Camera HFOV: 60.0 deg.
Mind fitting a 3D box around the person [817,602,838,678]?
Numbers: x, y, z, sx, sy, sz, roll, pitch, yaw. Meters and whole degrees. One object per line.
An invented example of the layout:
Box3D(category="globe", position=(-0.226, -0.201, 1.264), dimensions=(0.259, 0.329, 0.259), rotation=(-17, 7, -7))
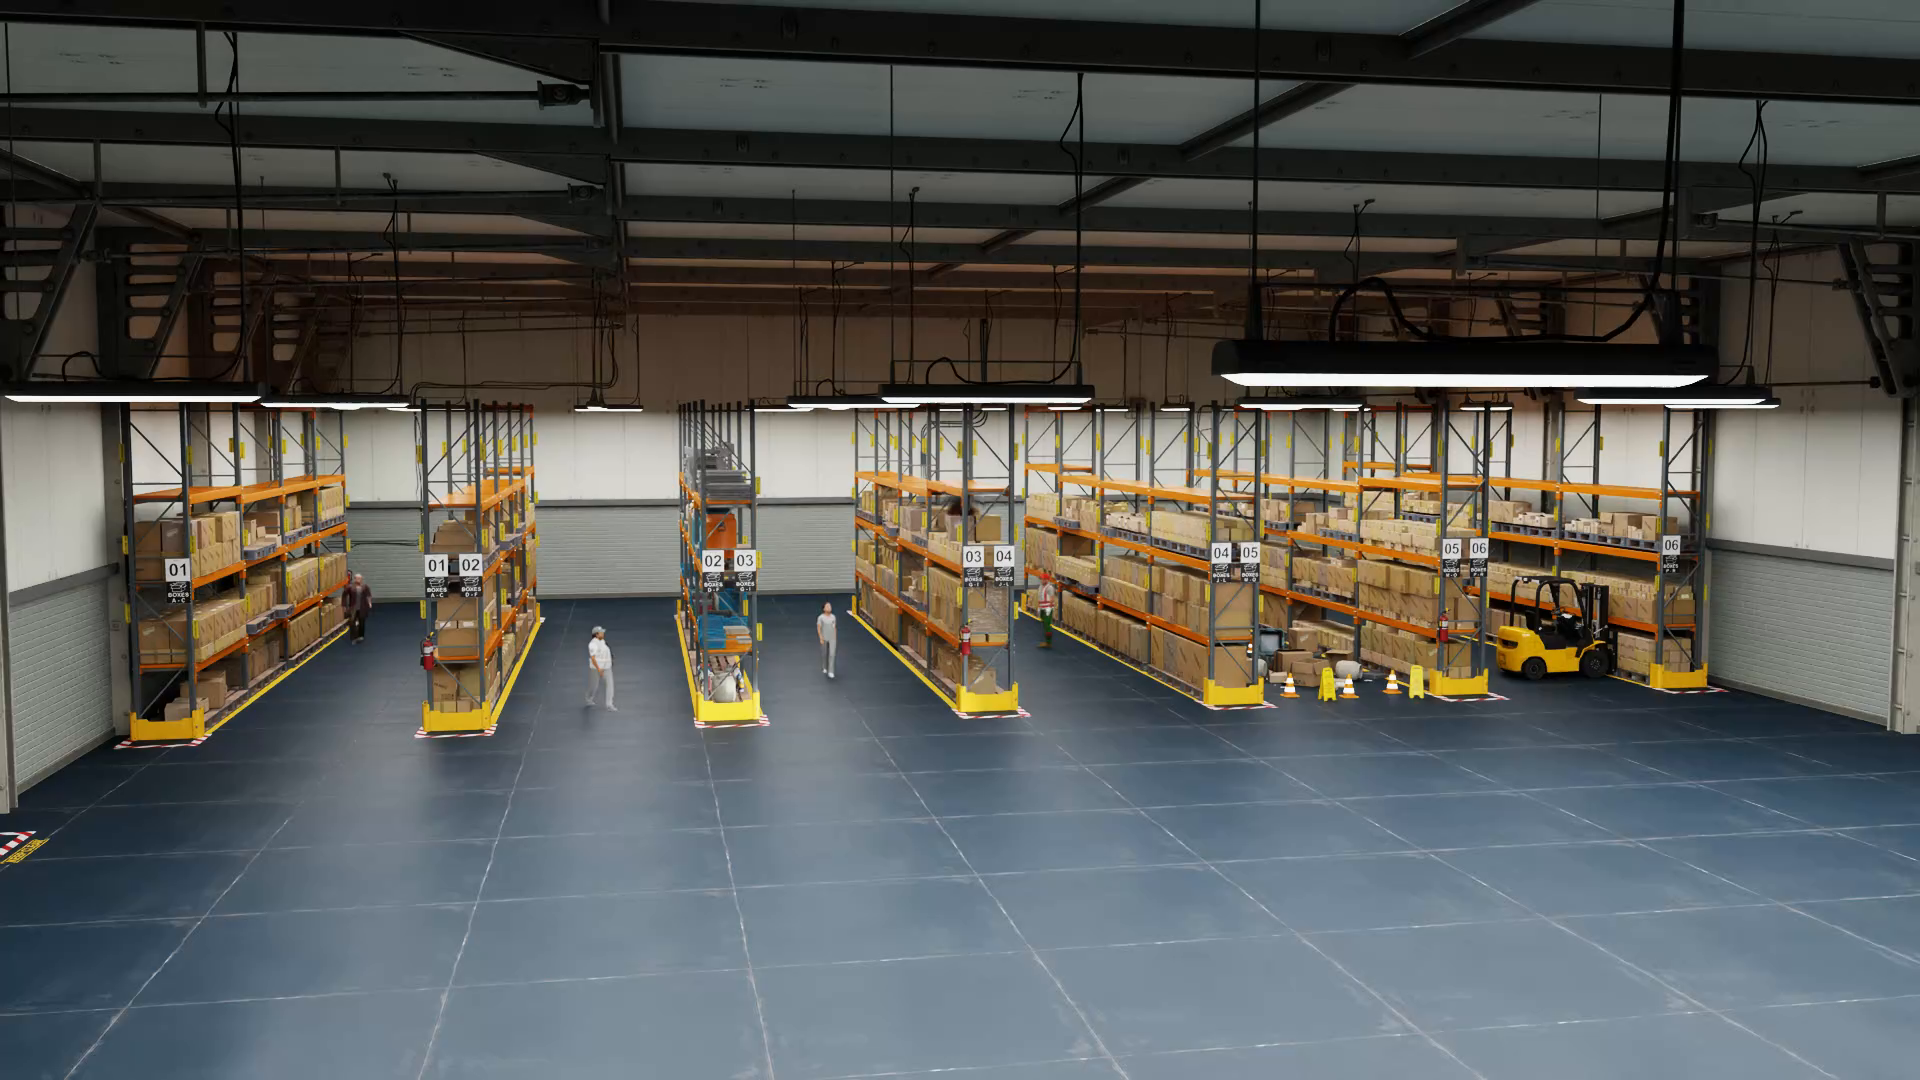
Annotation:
Box3D(category="person", position=(-2.894, 2.162, 36.247), dimensions=(0.446, 1.604, 1.047), rotation=(0, 4, -2))

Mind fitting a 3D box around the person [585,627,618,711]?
Box3D(category="person", position=(-6.979, 2.483, 32.240), dimensions=(0.491, 1.619, 0.927), rotation=(-3, 5, -34))

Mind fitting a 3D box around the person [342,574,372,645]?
Box3D(category="person", position=(-15.103, 1.753, 41.667), dimensions=(0.753, 1.813, 0.936), rotation=(-1, 4, -11))

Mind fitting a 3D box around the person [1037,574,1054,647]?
Box3D(category="person", position=(2.081, 1.722, 40.987), dimensions=(0.401, 1.791, 0.571), rotation=(-2, 5, -29))
